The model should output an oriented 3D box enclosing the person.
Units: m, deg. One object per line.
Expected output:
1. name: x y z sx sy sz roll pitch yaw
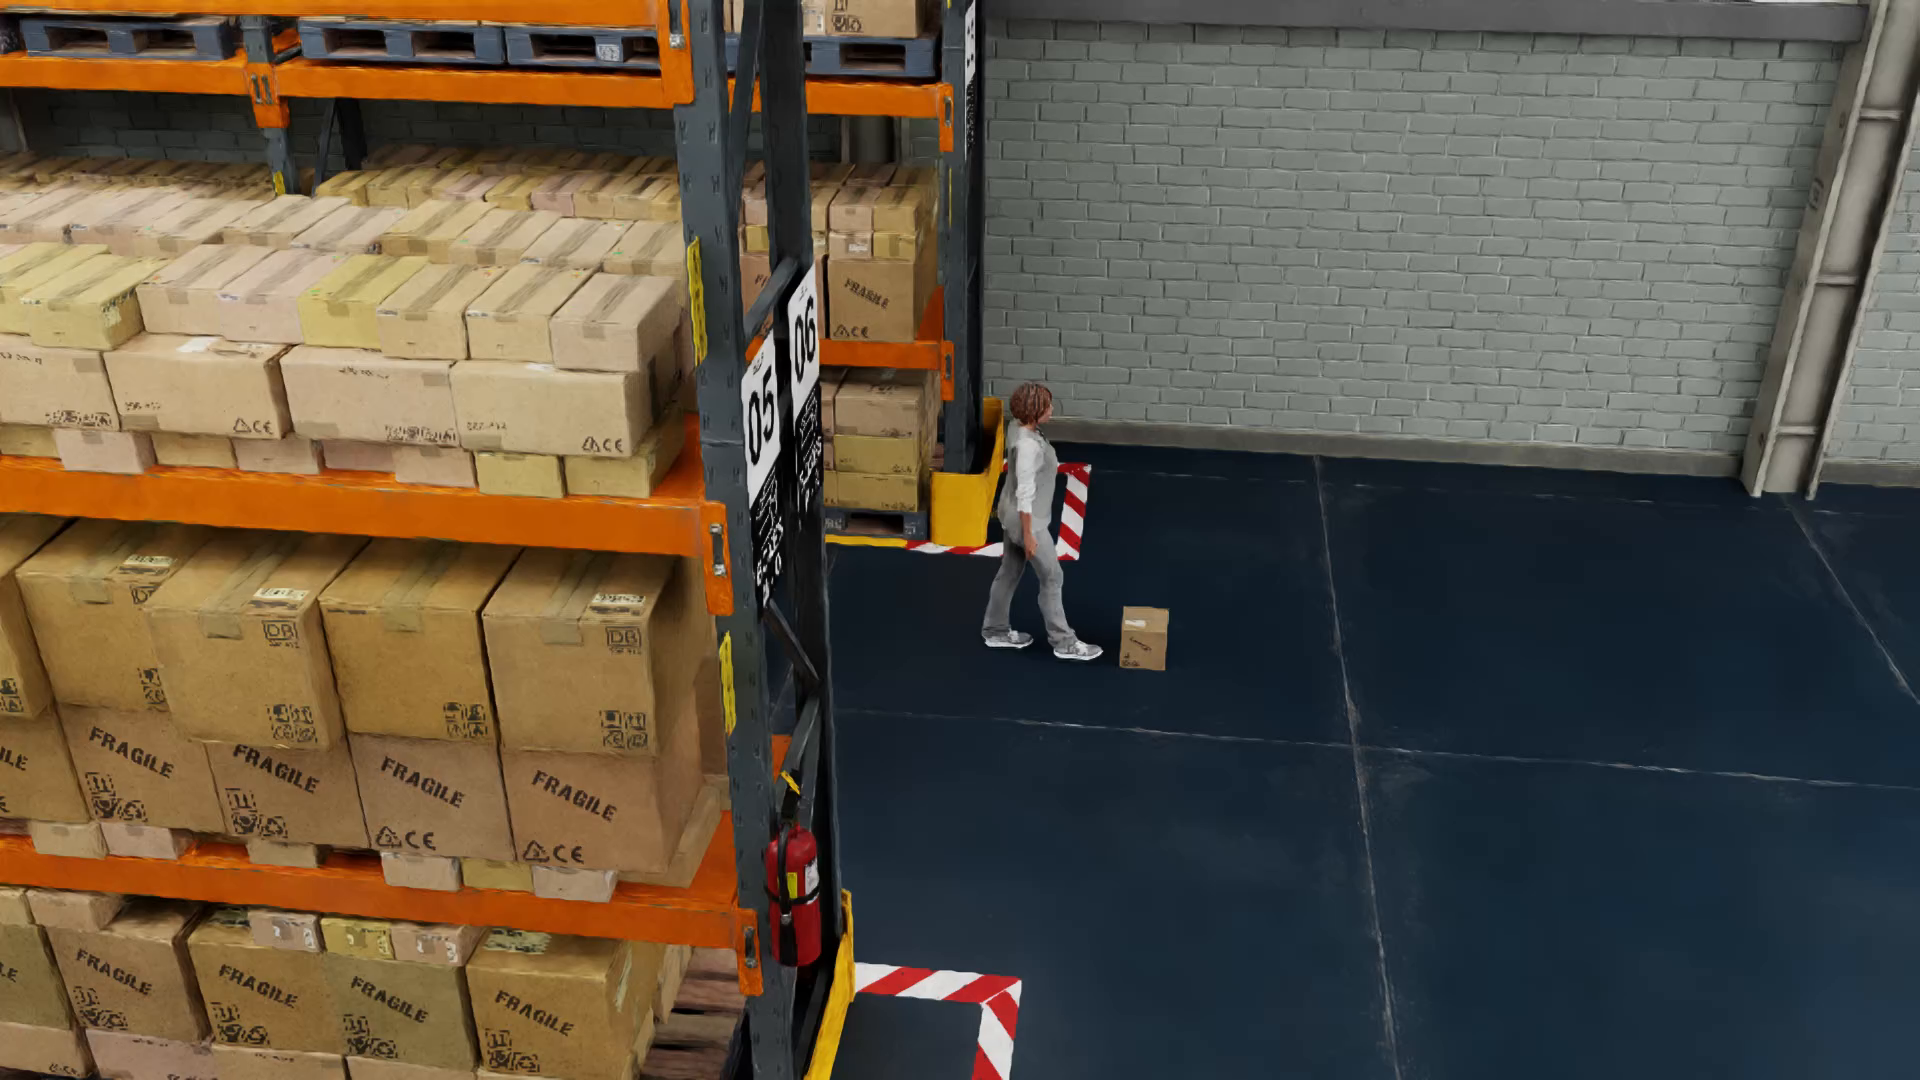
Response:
1. person: 0.442 -0.100 8.901 0.644 1.584 0.435 -4 29 -7
